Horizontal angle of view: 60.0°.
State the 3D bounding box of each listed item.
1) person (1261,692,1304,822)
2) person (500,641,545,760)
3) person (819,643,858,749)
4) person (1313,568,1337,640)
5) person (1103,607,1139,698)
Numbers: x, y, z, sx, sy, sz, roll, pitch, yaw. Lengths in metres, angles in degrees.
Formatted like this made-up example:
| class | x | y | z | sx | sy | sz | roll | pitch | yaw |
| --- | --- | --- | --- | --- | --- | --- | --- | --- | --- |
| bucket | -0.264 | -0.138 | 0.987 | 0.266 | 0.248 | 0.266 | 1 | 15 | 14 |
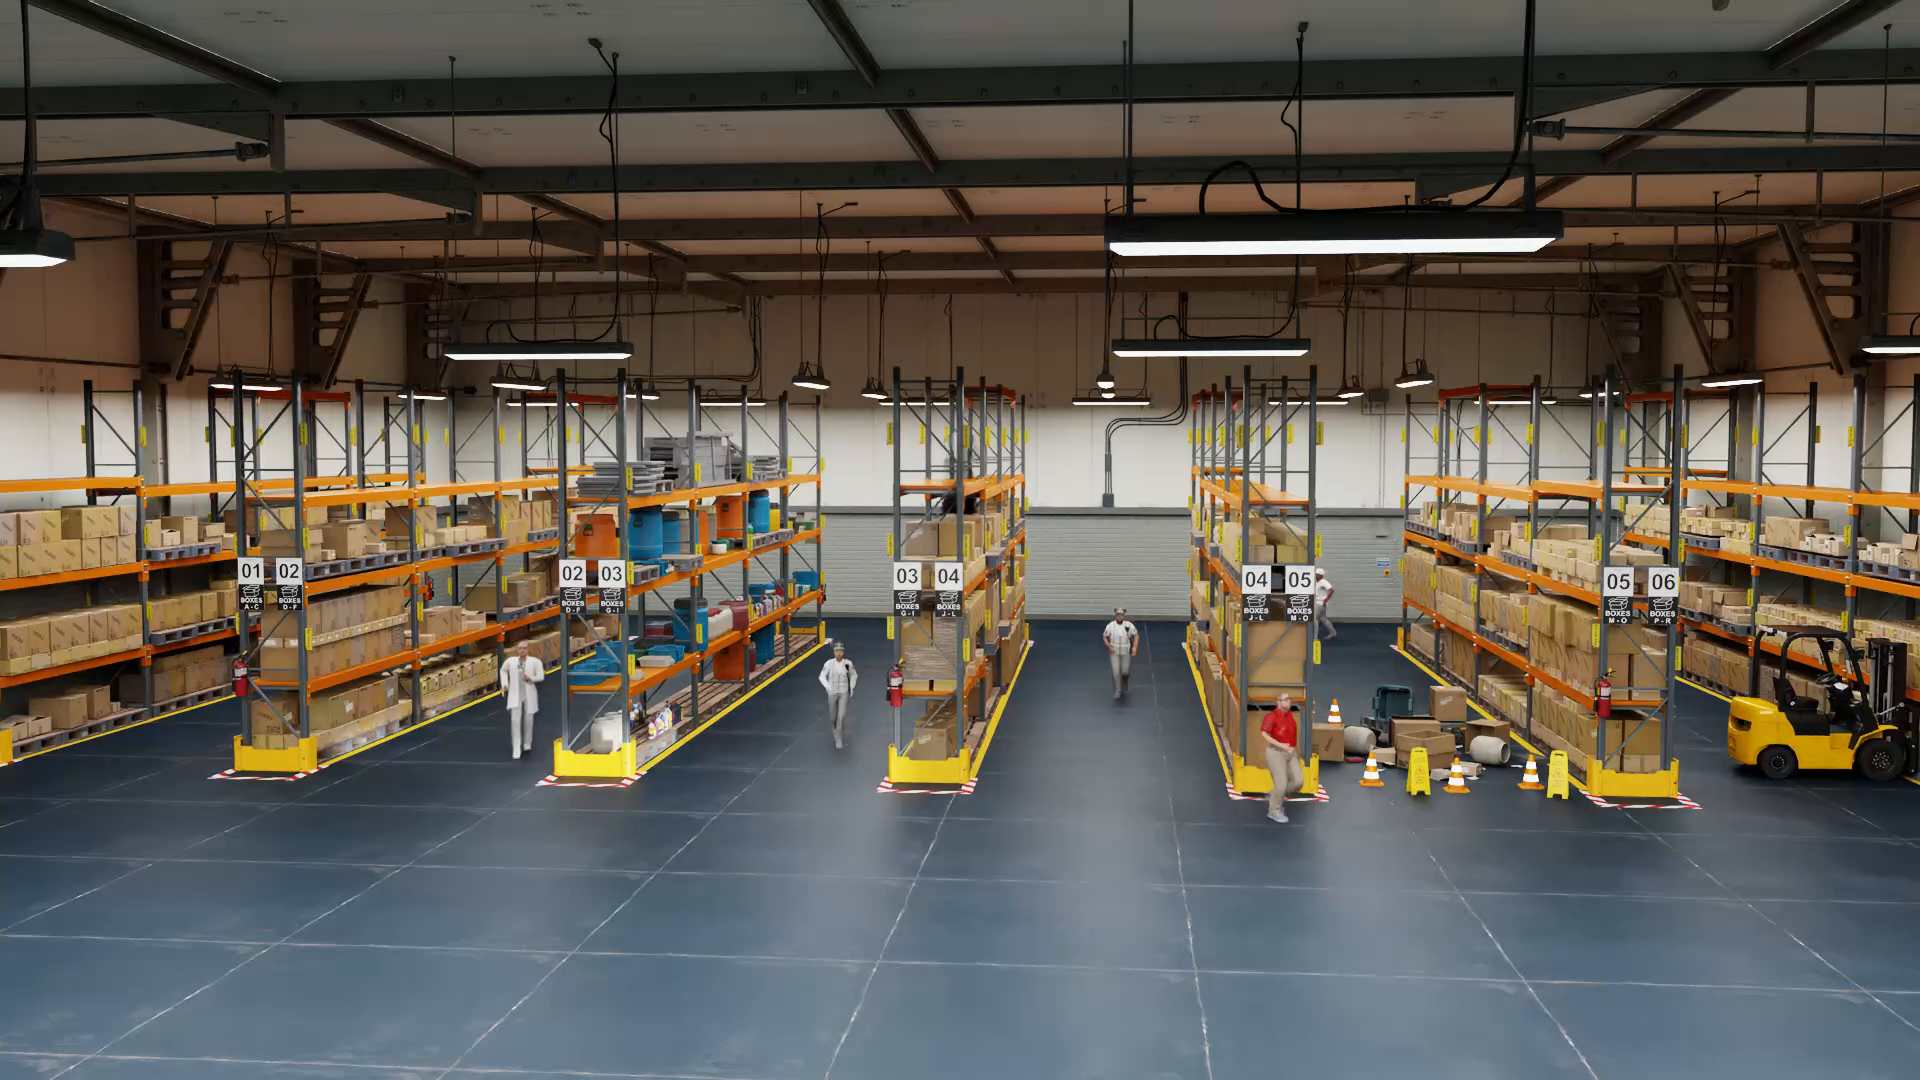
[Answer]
| class | x | y | z | sx | sy | sz | roll | pitch | yaw |
| --- | --- | --- | --- | --- | --- | --- | --- | --- | --- |
| person | 4.210 | 2.816 | 21.622 | 0.671 | 1.692 | 0.548 | -3 | 5 | -40 |
| person | -6.848 | 2.501 | 26.040 | 0.668 | 1.842 | 0.825 | -1 | 4 | -16 |
| person | -1.975 | 2.496 | 27.024 | 0.623 | 1.682 | 0.785 | 0 | 4 | -4 |
| person | 8.816 | 1.610 | 40.540 | 0.775 | 1.837 | 0.720 | 0 | 4 | 4 |
| person | 3.089 | 2.155 | 31.956 | 0.698 | 1.738 | 0.578 | 0 | 4 | 3 |
